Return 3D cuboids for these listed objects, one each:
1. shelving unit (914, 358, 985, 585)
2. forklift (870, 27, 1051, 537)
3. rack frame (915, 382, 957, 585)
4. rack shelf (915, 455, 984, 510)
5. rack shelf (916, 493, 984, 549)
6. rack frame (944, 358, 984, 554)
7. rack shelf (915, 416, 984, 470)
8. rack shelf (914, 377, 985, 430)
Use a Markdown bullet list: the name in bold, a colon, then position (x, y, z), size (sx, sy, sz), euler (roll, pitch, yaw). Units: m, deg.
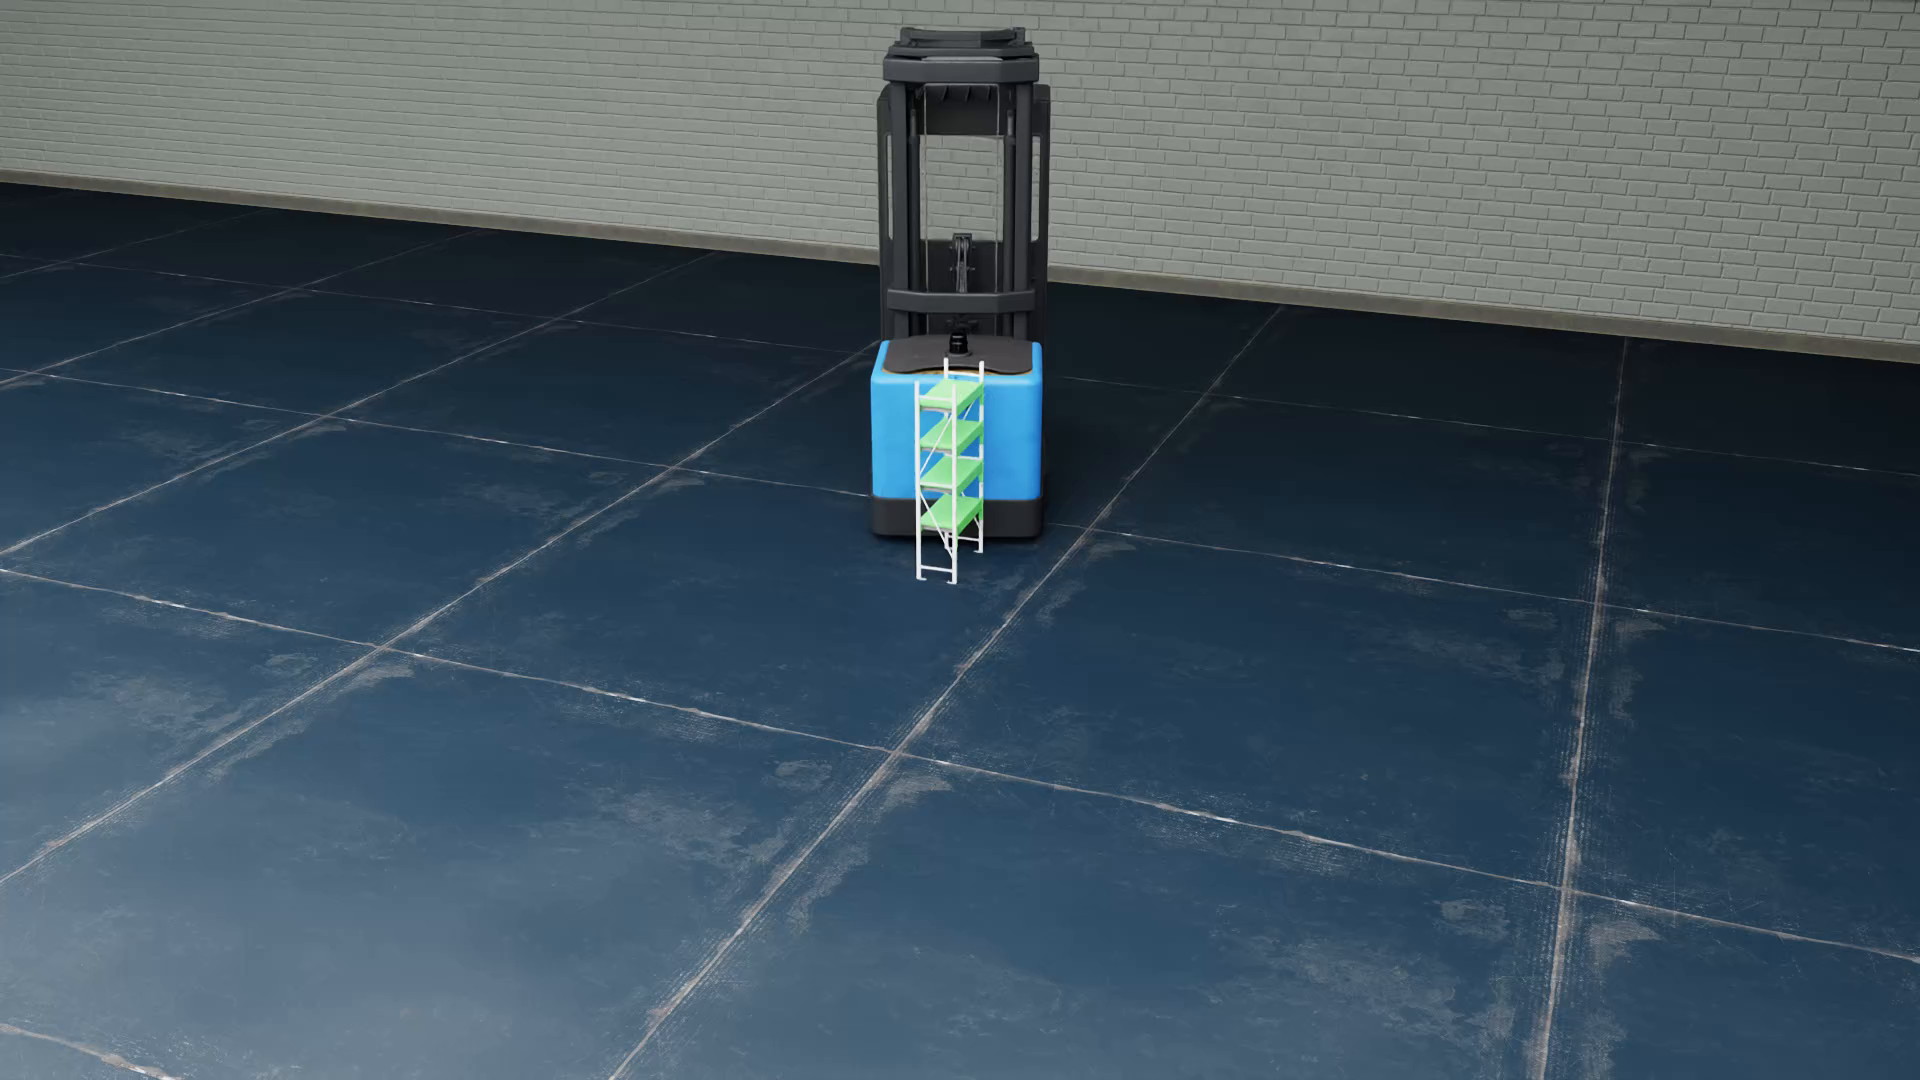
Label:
- **shelving unit**: position (-0.056, -0.399, 9.648), size (0.258, 1.200, 0.503), euler (7, 24, 17)
- **forklift**: position (0.033, -1.891, 10.974), size (1.130, 2.935, 3.031), euler (1, 23, 2)
- **rack frame**: position (-0.135, -0.310, 9.435), size (0.240, 1.200, 0.015), euler (7, 24, 17)
- **rack shelf**: position (-0.056, -0.340, 9.673), size (0.258, 0.148, 0.480), euler (7, 24, 17)
- **rack shelf**: position (-0.056, -0.118, 9.765), size (0.258, 0.148, 0.480), euler (7, 24, 17)
- **rack frame**: position (0.023, -0.488, 9.861), size (0.240, 1.200, 0.015), euler (7, 24, 17)
- **rack shelf**: position (-0.056, -0.561, 9.580), size (0.258, 0.148, 0.480), euler (7, 24, 17)
- **rack shelf**: position (-0.056, -0.783, 9.488), size (0.258, 0.148, 0.480), euler (7, 24, 17)
